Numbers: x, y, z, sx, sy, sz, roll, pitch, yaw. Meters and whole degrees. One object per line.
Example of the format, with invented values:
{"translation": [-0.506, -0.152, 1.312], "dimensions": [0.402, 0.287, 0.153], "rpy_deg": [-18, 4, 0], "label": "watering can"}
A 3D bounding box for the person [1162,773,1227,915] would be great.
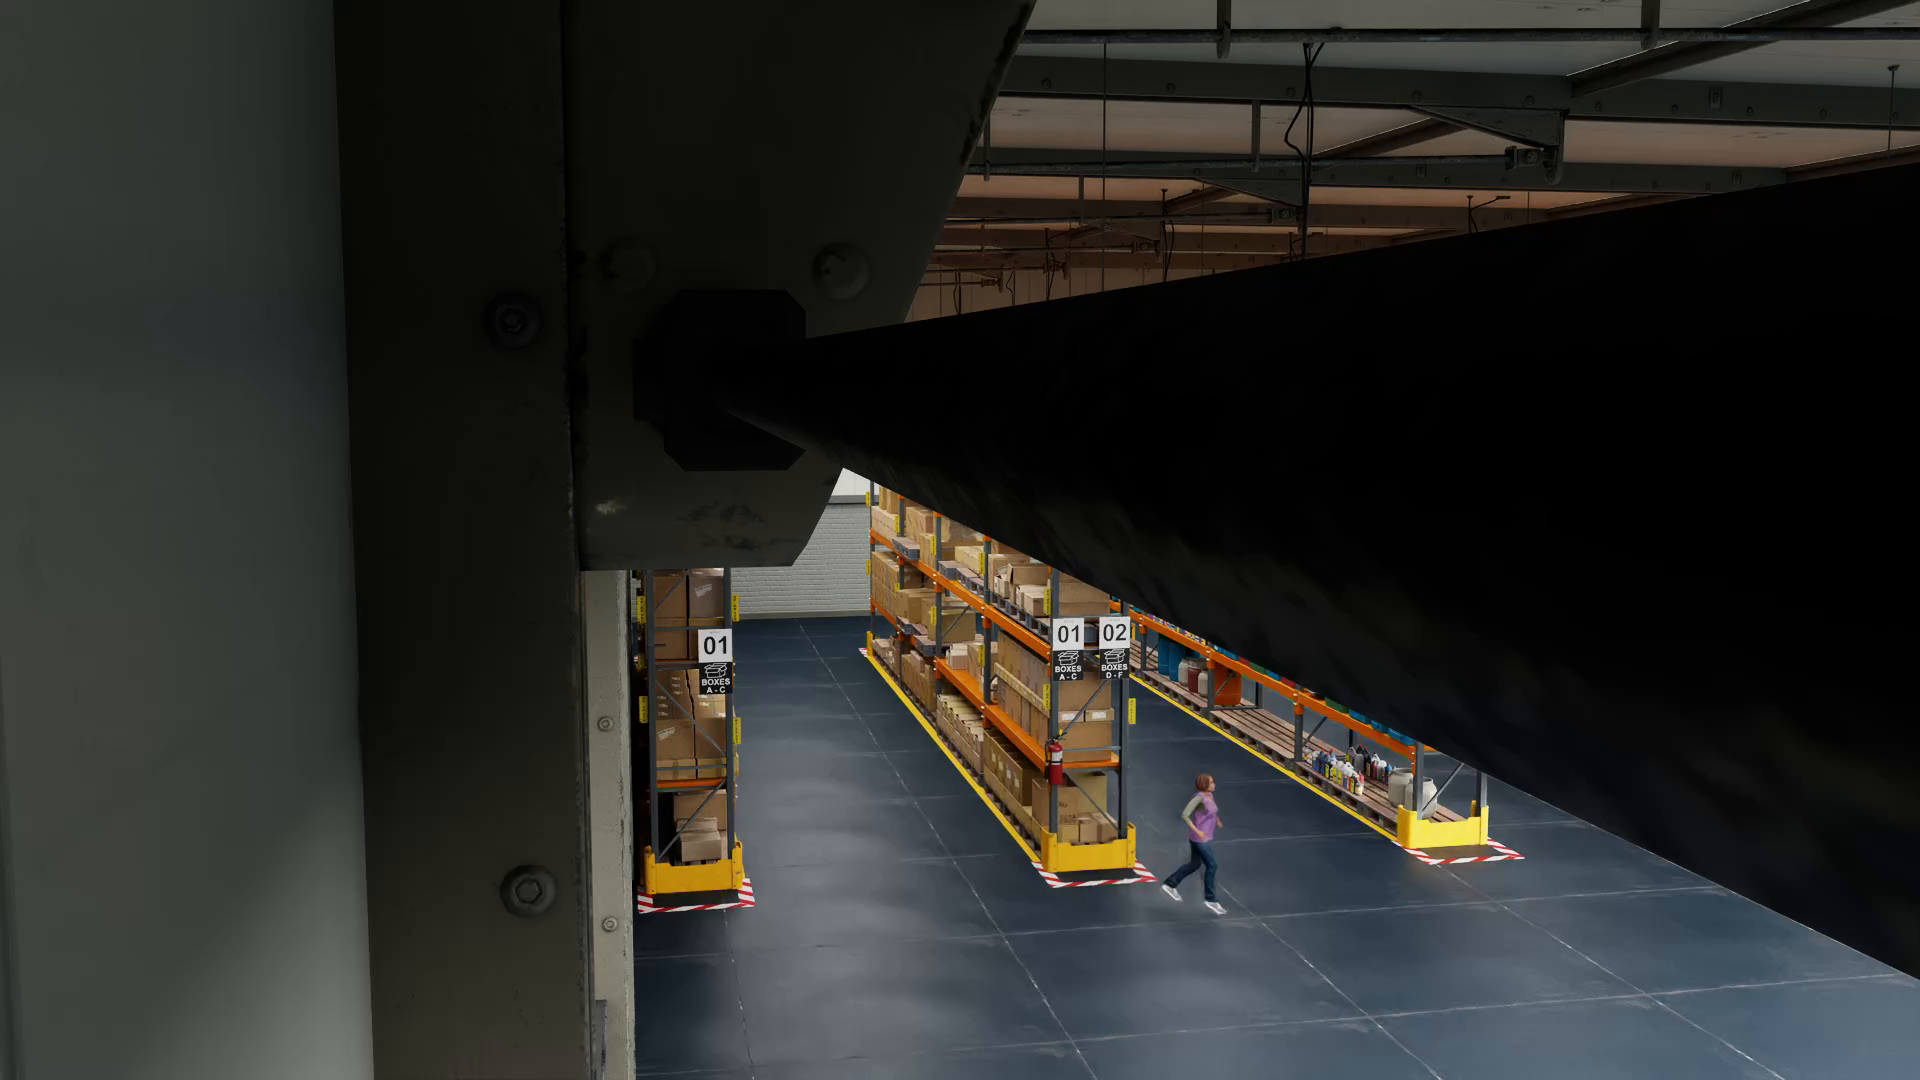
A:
{"translation": [2.767, 3.506, 19.404], "dimensions": [0.765, 1.628, 0.553], "rpy_deg": [2, 6, 20], "label": "person"}
